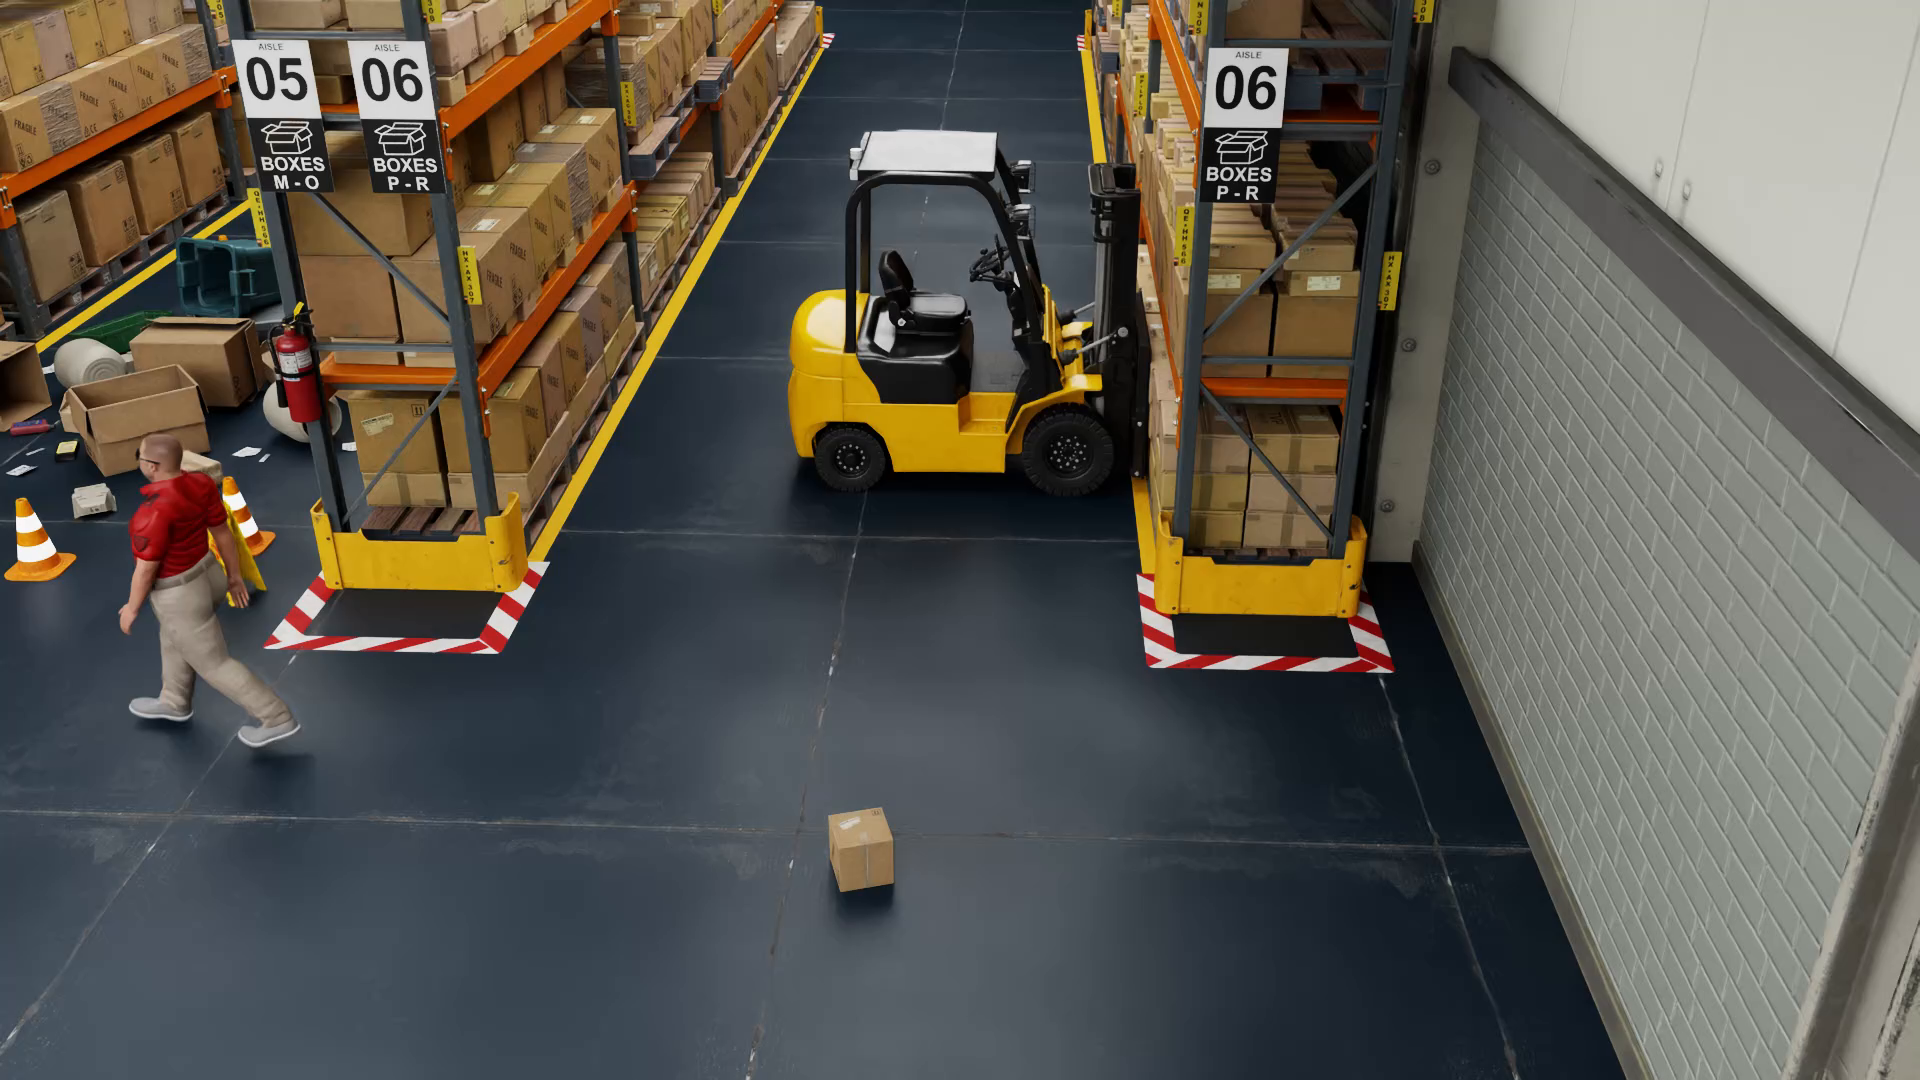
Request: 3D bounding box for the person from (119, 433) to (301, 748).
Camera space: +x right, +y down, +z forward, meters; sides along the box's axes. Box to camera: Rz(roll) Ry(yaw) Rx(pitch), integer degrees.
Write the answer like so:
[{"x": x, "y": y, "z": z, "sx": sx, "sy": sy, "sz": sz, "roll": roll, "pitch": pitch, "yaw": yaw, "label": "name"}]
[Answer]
[{"x": -3.829, "y": 0.250, "z": 8.167, "sx": 1.033, "sy": 1.674, "sz": 0.540, "roll": 3, "pitch": 28, "yaw": 6, "label": "person"}]
